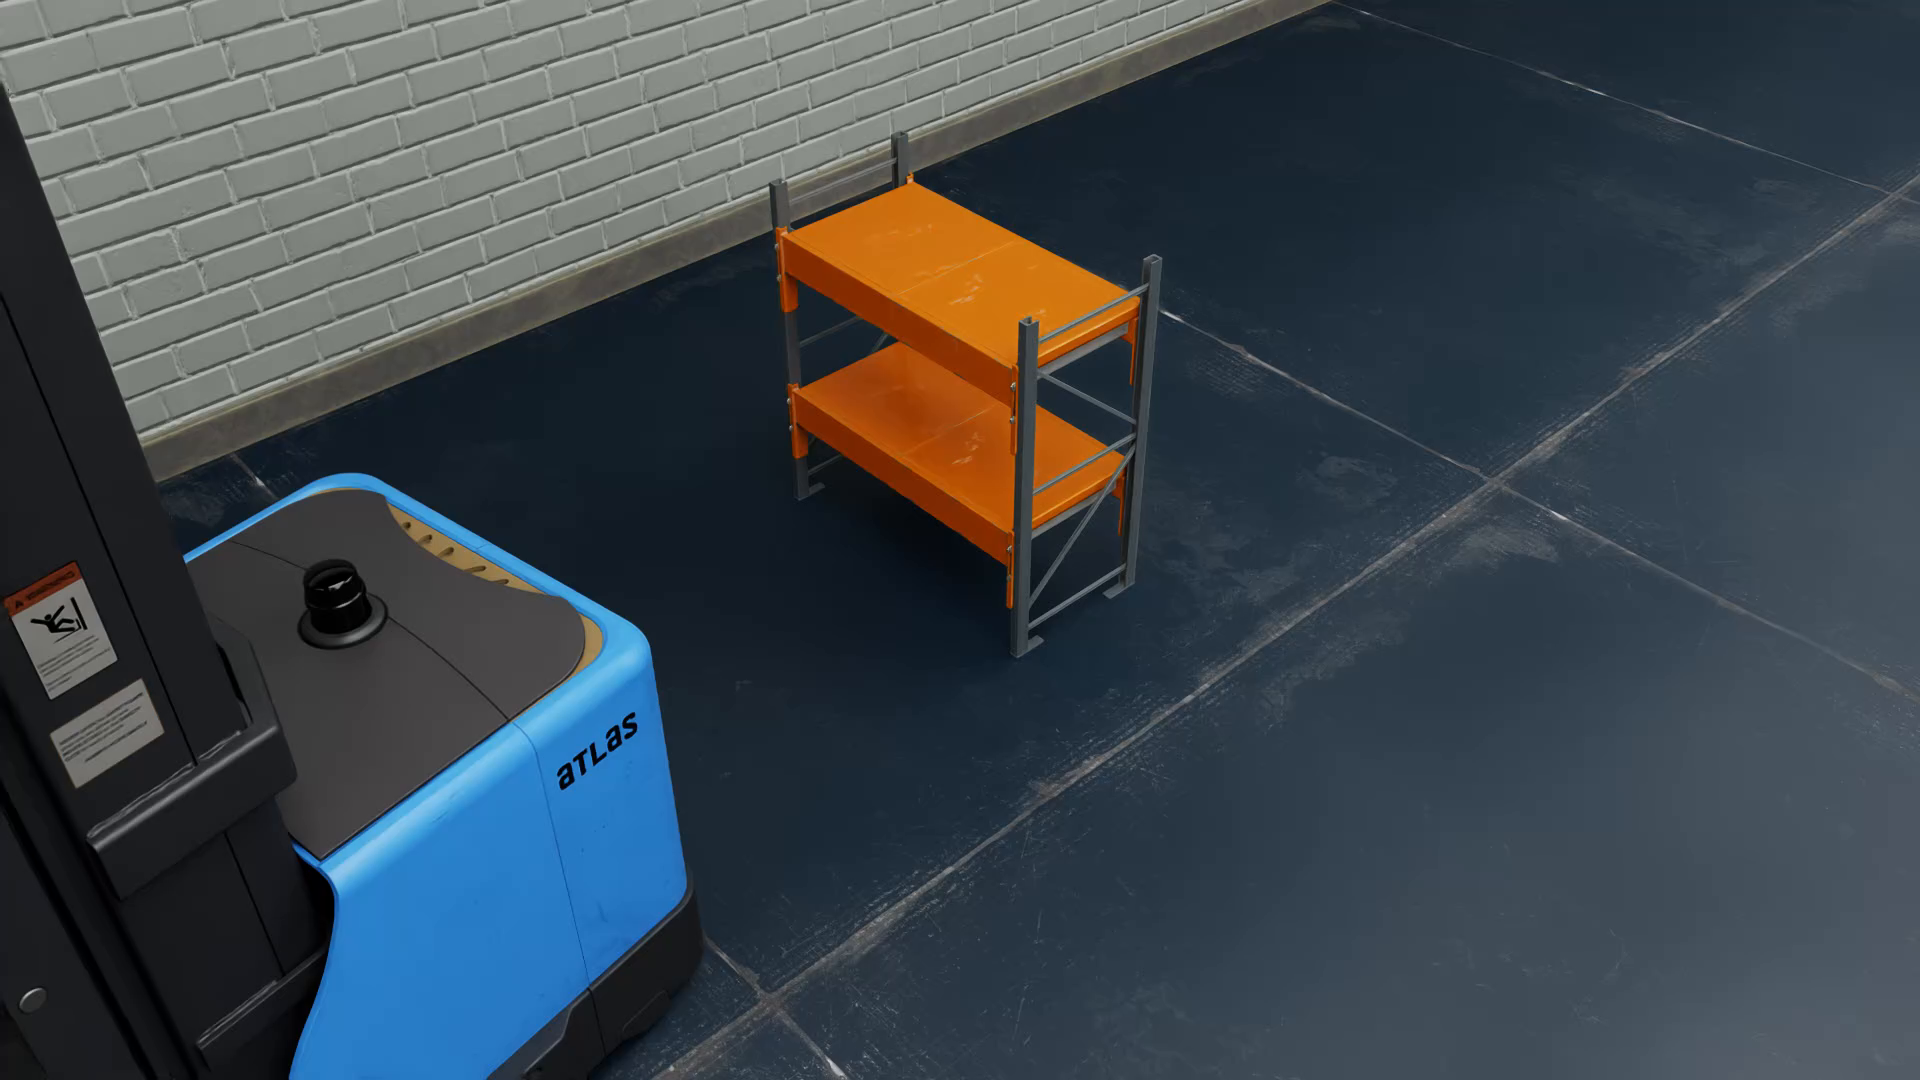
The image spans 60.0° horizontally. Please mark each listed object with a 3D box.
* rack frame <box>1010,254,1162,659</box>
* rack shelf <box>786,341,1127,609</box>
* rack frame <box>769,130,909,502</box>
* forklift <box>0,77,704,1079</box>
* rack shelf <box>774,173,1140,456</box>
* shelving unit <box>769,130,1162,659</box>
[{"bbox_3d":[0.339,-0.205,4.609,0.500,1.125,0.032,-30,48,-32],"label":"rack frame"},{"bbox_3d":[-0.005,-0.251,5.054,0.538,0.278,1.000,-30,48,-32],"label":"rack shelf"},{"bbox_3d":[-0.348,-0.676,5.192,0.500,1.125,0.032,-30,48,-32],"label":"rack frame"},{"bbox_3d":[-1.892,0.440,2.373,1.130,2.935,3.031,25,45,28],"label":"forklift"},{"bbox_3d":[-0.005,-0.668,4.717,0.538,0.278,1.000,-30,48,-32],"label":"rack shelf"},{"bbox_3d":[-0.005,-0.441,4.900,0.538,1.125,1.048,-30,48,-32],"label":"shelving unit"}]
